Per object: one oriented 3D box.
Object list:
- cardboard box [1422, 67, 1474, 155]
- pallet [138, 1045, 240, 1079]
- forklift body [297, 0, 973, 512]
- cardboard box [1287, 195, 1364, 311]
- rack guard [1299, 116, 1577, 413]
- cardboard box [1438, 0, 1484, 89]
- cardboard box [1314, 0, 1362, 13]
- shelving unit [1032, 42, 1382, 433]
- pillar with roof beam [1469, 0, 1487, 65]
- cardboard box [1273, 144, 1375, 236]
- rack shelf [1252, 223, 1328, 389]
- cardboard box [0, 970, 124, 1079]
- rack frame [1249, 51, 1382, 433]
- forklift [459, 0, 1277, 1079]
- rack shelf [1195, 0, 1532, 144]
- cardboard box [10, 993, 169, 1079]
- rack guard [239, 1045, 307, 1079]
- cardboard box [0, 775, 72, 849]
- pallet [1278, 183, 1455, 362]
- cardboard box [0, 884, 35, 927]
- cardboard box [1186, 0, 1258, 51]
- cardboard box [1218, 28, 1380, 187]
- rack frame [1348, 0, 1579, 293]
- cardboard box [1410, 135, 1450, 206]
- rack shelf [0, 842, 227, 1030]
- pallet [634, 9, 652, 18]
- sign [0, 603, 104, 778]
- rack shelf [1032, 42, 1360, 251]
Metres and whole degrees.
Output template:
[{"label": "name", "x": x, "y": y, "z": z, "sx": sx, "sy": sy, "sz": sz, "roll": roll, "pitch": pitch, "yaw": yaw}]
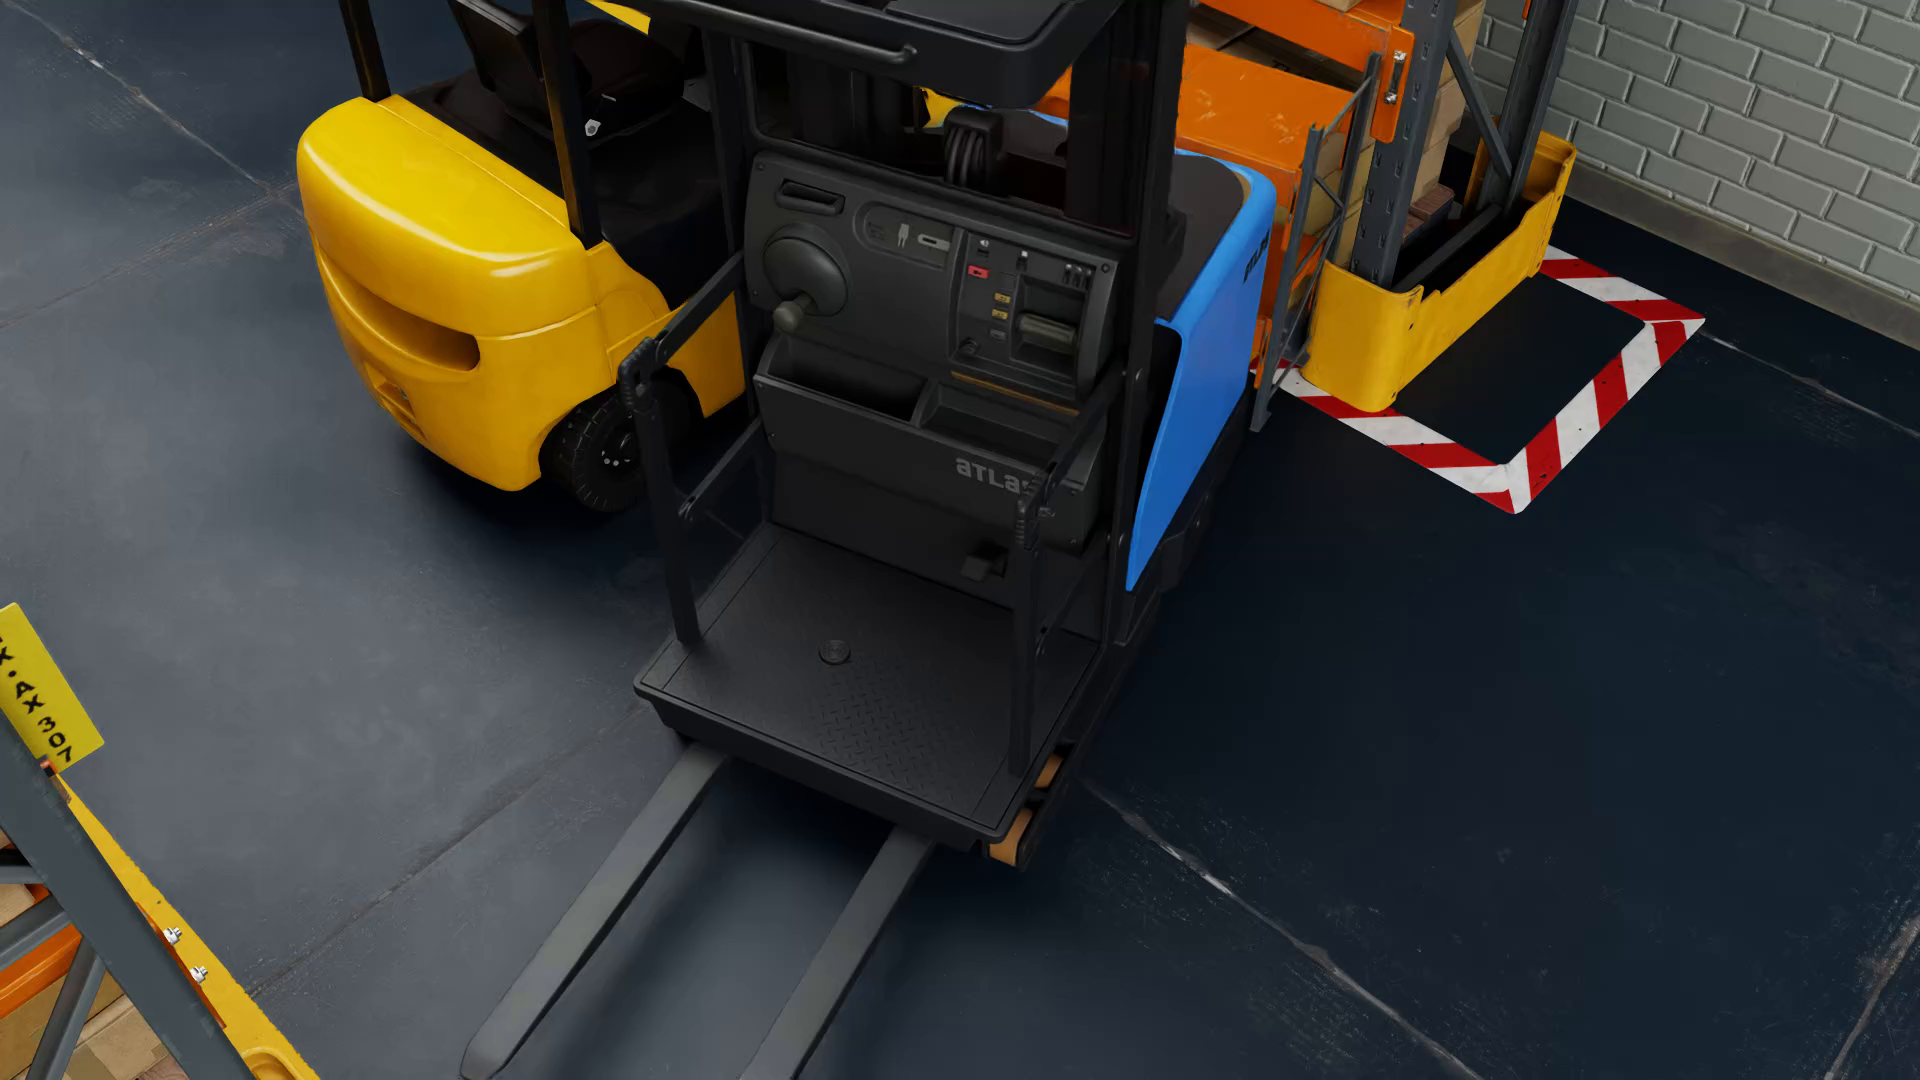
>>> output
[{"label": "cardboard box", "x": 1.455, "y": -1.567, "z": 5.919, "sx": 0.500, "sy": 0.250, "sz": 0.500, "roll": 35, "pitch": 56, "yaw": 28}, {"label": "pallet", "x": -2.333, "y": 1.307, "z": 3.878, "sx": 1.213, "sy": 0.211, "sz": 1.003, "roll": 34, "pitch": 55, "yaw": 28}, {"label": "forklift body", "x": -0.971, "y": -1.520, "z": 5.202, "sx": 1.214, "sy": 2.155, "sz": 2.313, "roll": 34, "pitch": 55, "yaw": 28}, {"label": "cardboard box", "x": 1.100, "y": -1.116, "z": 5.838, "sx": 0.500, "sy": 0.250, "sz": 0.500, "roll": 34, "pitch": 56, "yaw": 28}, {"label": "rack guard", "x": 1.677, "y": -0.983, "z": 5.830, "sx": 0.348, "sy": 0.500, "sz": 1.175, "roll": 34, "pitch": 55, "yaw": 28}, {"label": "cardboard box", "x": 1.435, "y": -1.734, "z": 5.733, "sx": 0.500, "sy": 0.250, "sz": 0.500, "roll": 33, "pitch": 55, "yaw": 27}, {"label": "cardboard box", "x": 1.120, "y": -1.987, "z": 4.989, "sx": 0.500, "sy": 0.500, "sz": 0.500, "roll": 33, "pitch": 55, "yaw": 27}, {"label": "shelving unit", "x": 0.657, "y": -1.090, "z": 5.336, "sx": 1.048, "sy": 1.125, "sz": 0.538, "roll": 24, "pitch": 50, "yaw": 20}, {"label": "pillar with roof beam", "x": -1.161, "y": -2.424, "z": 1.354, "sx": 0.400, "sy": 9.000, "sz": 9.100, "roll": 34, "pitch": 55, "yaw": 28}, {"label": "cardboard box", "x": 1.090, "y": -1.297, "z": 5.665, "sx": 0.500, "sy": 0.250, "sz": 0.500, "roll": 33, "pitch": 55, "yaw": 27}, {"label": "rack shelf", "x": 0.652, "y": -0.919, "z": 5.512, "sx": 1.000, "sy": 0.278, "sz": 0.538, "roll": 24, "pitch": 50, "yaw": 20}, {"label": "cardboard box", "x": -2.127, "y": 0.793, "z": 3.531, "sx": 0.500, "sy": 0.500, "sz": 0.500, "roll": 32, "pitch": 55, "yaw": 27}, {"label": "rack frame", "x": 1.095, "y": -0.898, "z": 5.164, "sx": 0.032, "sy": 1.125, "sz": 0.500, "roll": 24, "pitch": 50, "yaw": 20}, {"label": "forklift", "x": -0.178, "y": -0.512, "z": 3.720, "sx": 1.130, "sy": 2.935, "sz": 3.031, "roll": 20, "pitch": 50, "yaw": 18}, {"label": "rack shelf", "x": 0.190, "y": -2.593, "z": 6.120, "sx": 4.000, "sy": 0.370, "sz": 1.077, "roll": 34, "pitch": 55, "yaw": 28}, {"label": "cardboard box", "x": -2.110, "y": 1.061, "z": 3.794, "sx": 0.500, "sy": 0.250, "sz": 0.500, "roll": 33, "pitch": 55, "yaw": 27}, {"label": "rack guard", "x": -1.760, "y": 1.629, "z": 3.378, "sx": 0.348, "sy": 0.500, "sz": 1.175, "roll": 34, "pitch": 55, "yaw": 28}, {"label": "cardboard box", "x": -1.864, "y": 0.292, "z": 2.646, "sx": 0.500, "sy": 0.500, "sz": 0.500, "roll": 33, "pitch": 55, "yaw": 27}, {"label": "pallet", "x": 1.069, "y": -1.251, "z": 6.280, "sx": 1.213, "sy": 0.211, "sz": 1.003, "roll": 34, "pitch": 55, "yaw": 28}, {"label": "cardboard box", "x": -1.814, "y": 0.618, "z": 2.784, "sx": 0.250, "sy": 0.149, "sz": 0.380, "roll": 34, "pitch": 55, "yaw": 28}, {"label": "cardboard box", "x": 0.730, "y": -1.705, "z": 5.705, "sx": 0.500, "sy": 0.250, "sz": 0.500, "roll": 35, "pitch": 56, "yaw": 28}, {"label": "cardboard box", "x": 1.109, "y": -1.455, "z": 5.471, "sx": 0.500, "sy": 0.250, "sz": 0.500, "roll": 36, "pitch": 56, "yaw": 29}, {"label": "rack frame", "x": 1.659, "y": -1.850, "z": 4.930, "sx": 0.127, "sy": 3.000, "sz": 1.000, "roll": 34, "pitch": 55, "yaw": 28}, {"label": "cardboard box", "x": 1.431, "y": -1.400, "z": 6.105, "sx": 0.500, "sy": 0.250, "sz": 0.500, "roll": 34, "pitch": 56, "yaw": 28}, {"label": "rack shelf", "x": -3.174, "y": 0.068, "z": 3.622, "sx": 4.000, "sy": 0.370, "sz": 1.077, "roll": 34, "pitch": 55, "yaw": 28}, {"label": "pallet", "x": -0.724, "y": -2.458, "z": 7.413, "sx": 1.213, "sy": 0.211, "sz": 1.003, "roll": 34, "pitch": 55, "yaw": 28}, {"label": "sign", "x": -1.337, "y": 0.224, "z": 2.388, "sx": 0.005, "sy": 0.325, "sz": 0.100, "roll": 34, "pitch": 55, "yaw": 28}, {"label": "rack shelf", "x": 0.664, "y": -1.293, "z": 5.126, "sx": 1.000, "sy": 0.278, "sz": 0.538, "roll": 24, "pitch": 50, "yaw": 20}]
